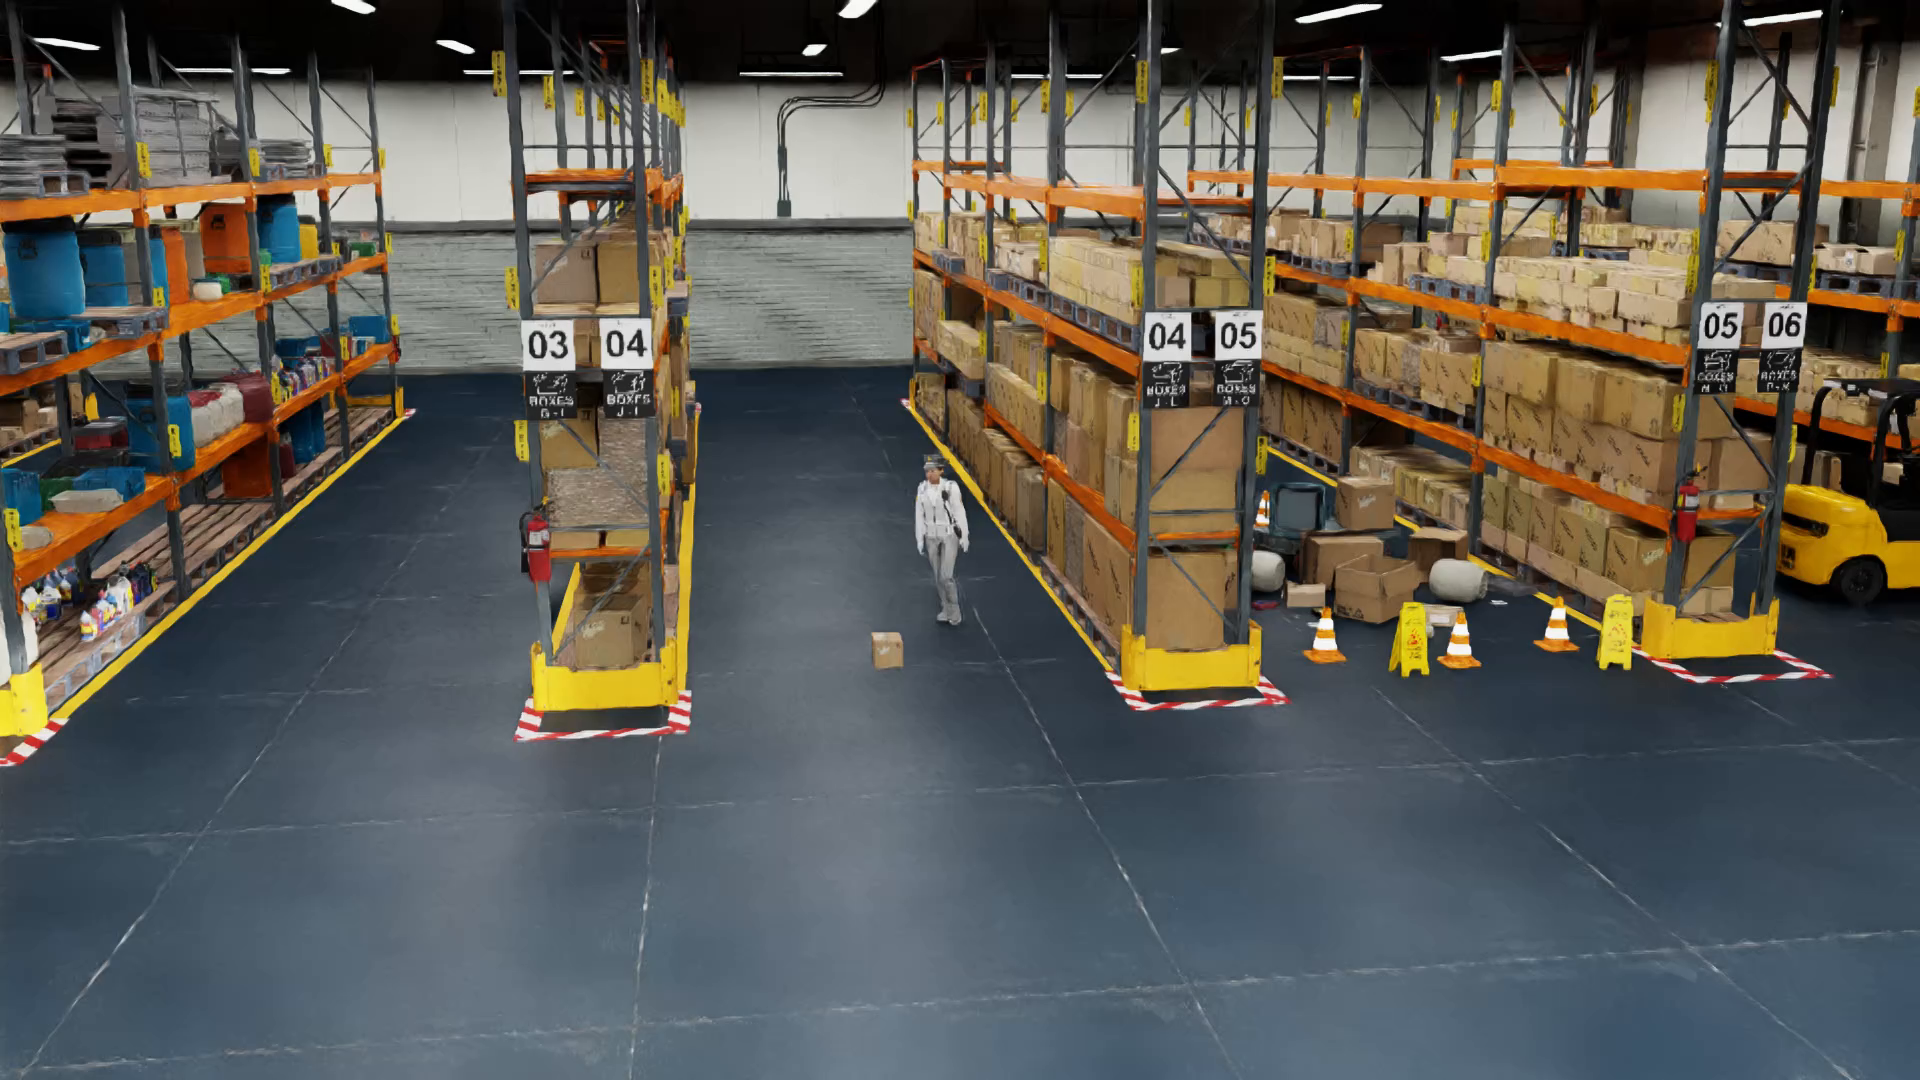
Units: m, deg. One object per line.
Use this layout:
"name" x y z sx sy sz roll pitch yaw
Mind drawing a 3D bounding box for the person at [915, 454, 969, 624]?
"person" -0.189 -0.026 15.985 0.514 1.667 0.486 6 15 24
